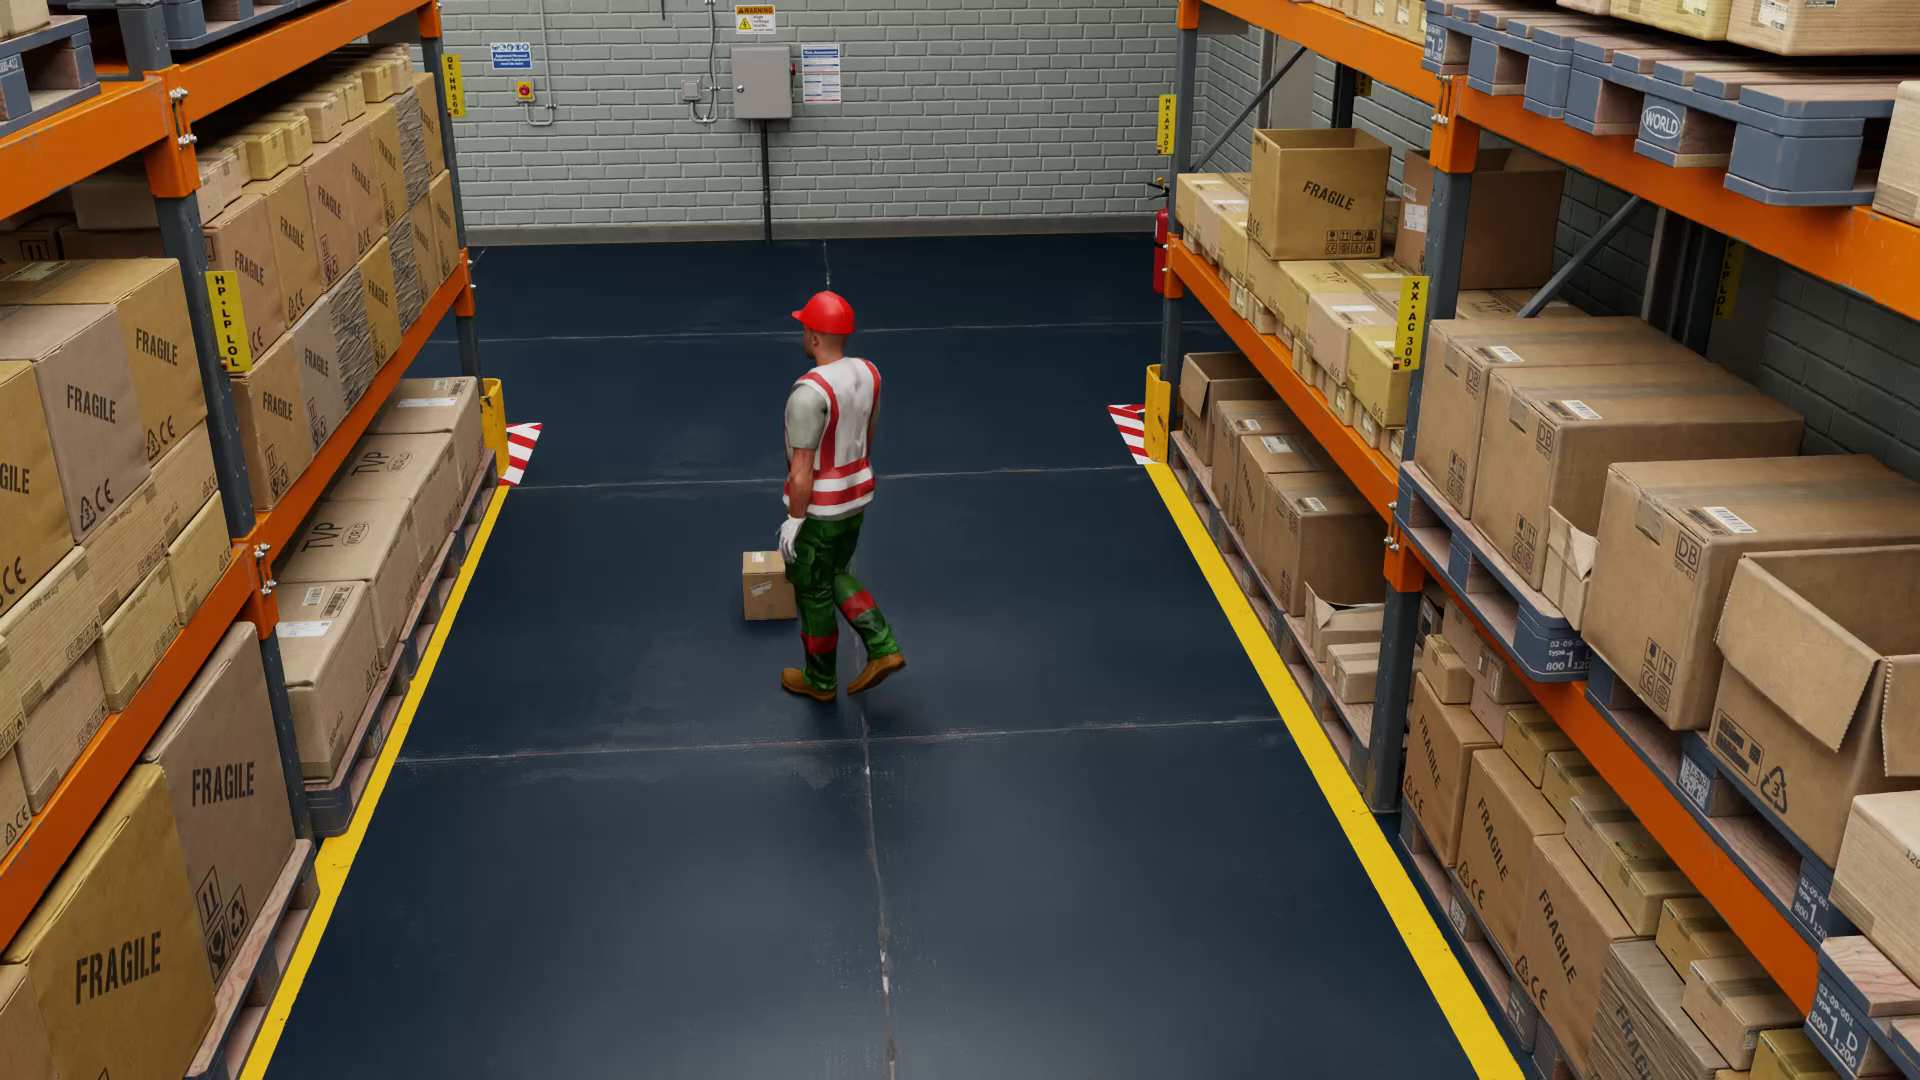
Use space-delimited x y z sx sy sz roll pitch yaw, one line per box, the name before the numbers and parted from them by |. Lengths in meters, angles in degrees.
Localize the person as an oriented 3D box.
person | -0.575 -0.145 6.883 0.523 1.789 0.580 15 28 32
